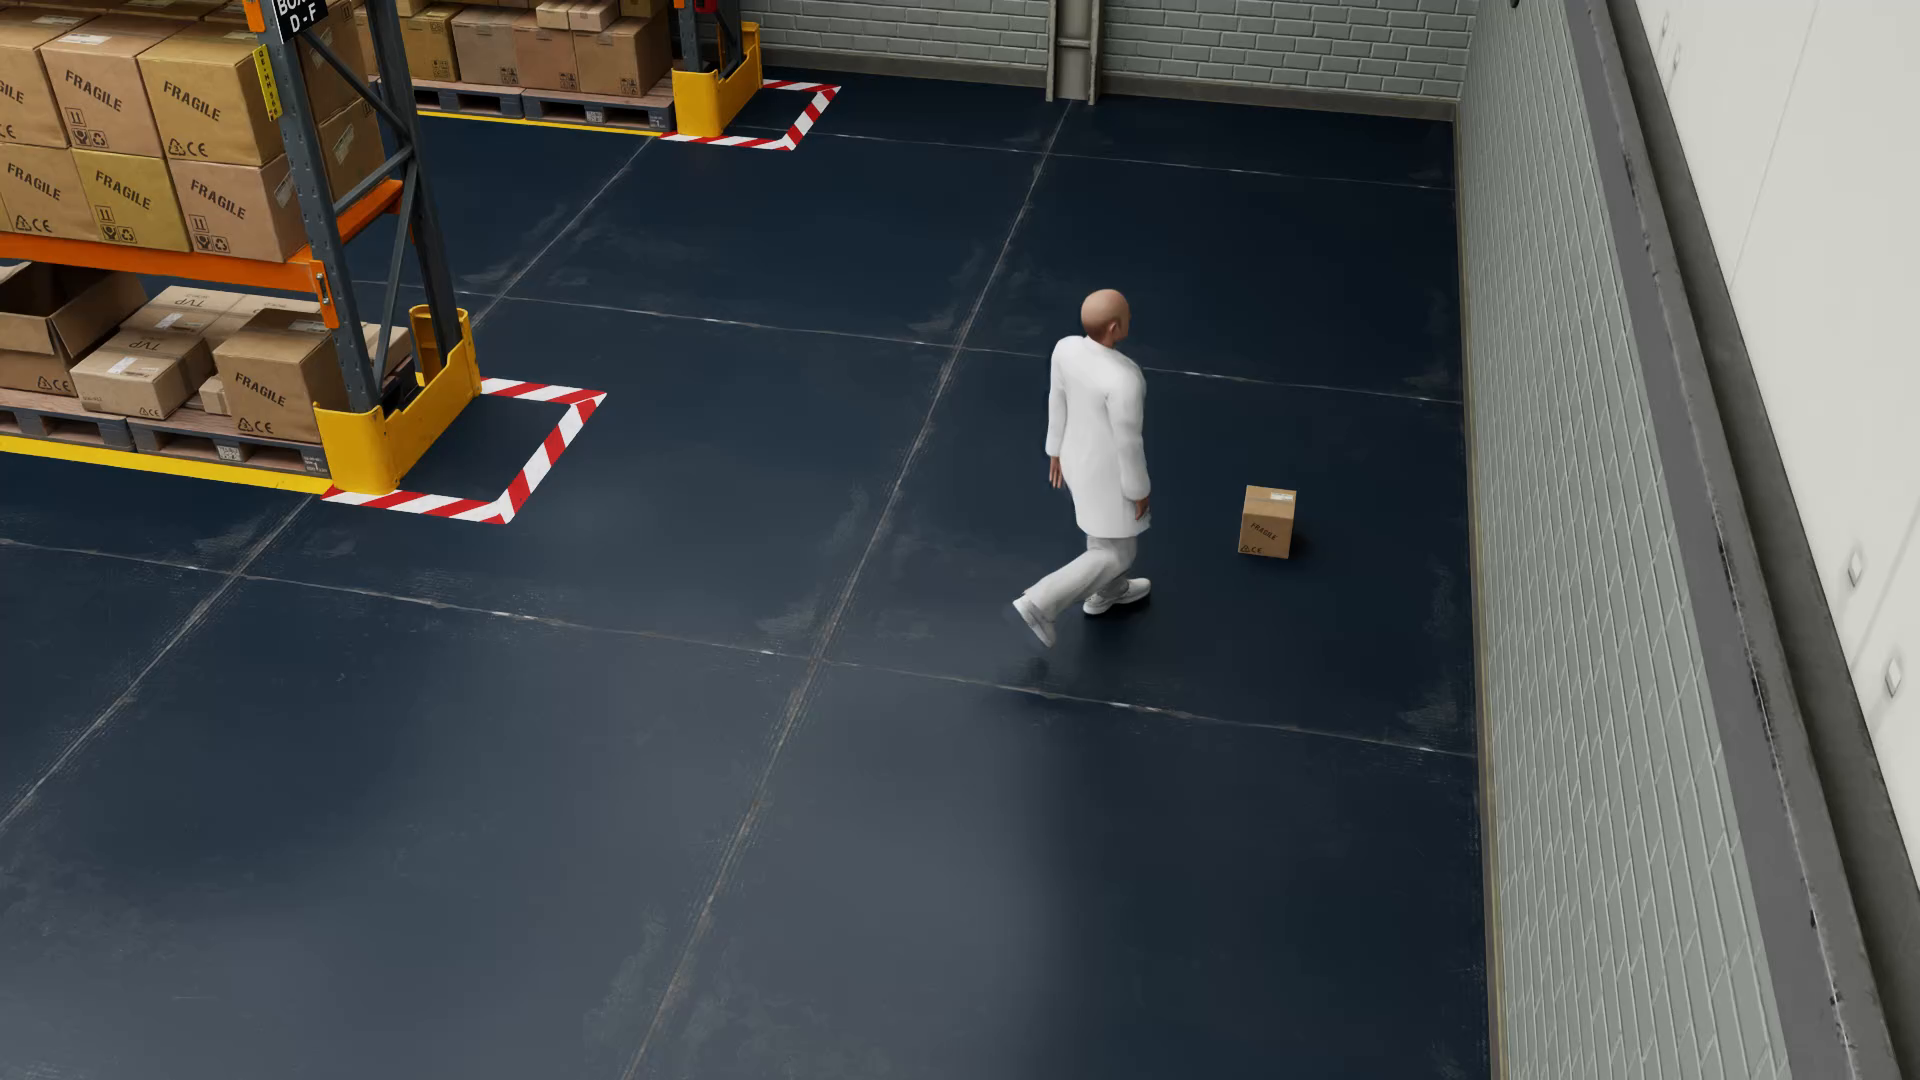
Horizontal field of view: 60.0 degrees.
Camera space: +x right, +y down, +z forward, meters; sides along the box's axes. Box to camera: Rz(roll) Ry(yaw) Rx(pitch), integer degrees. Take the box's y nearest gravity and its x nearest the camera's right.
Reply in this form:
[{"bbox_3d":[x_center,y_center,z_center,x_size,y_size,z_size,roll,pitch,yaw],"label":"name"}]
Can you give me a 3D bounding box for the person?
[{"bbox_3d":[0.582,-0.276,7.386,0.873,1.703,0.590,-17,39,-22],"label":"person"}]
